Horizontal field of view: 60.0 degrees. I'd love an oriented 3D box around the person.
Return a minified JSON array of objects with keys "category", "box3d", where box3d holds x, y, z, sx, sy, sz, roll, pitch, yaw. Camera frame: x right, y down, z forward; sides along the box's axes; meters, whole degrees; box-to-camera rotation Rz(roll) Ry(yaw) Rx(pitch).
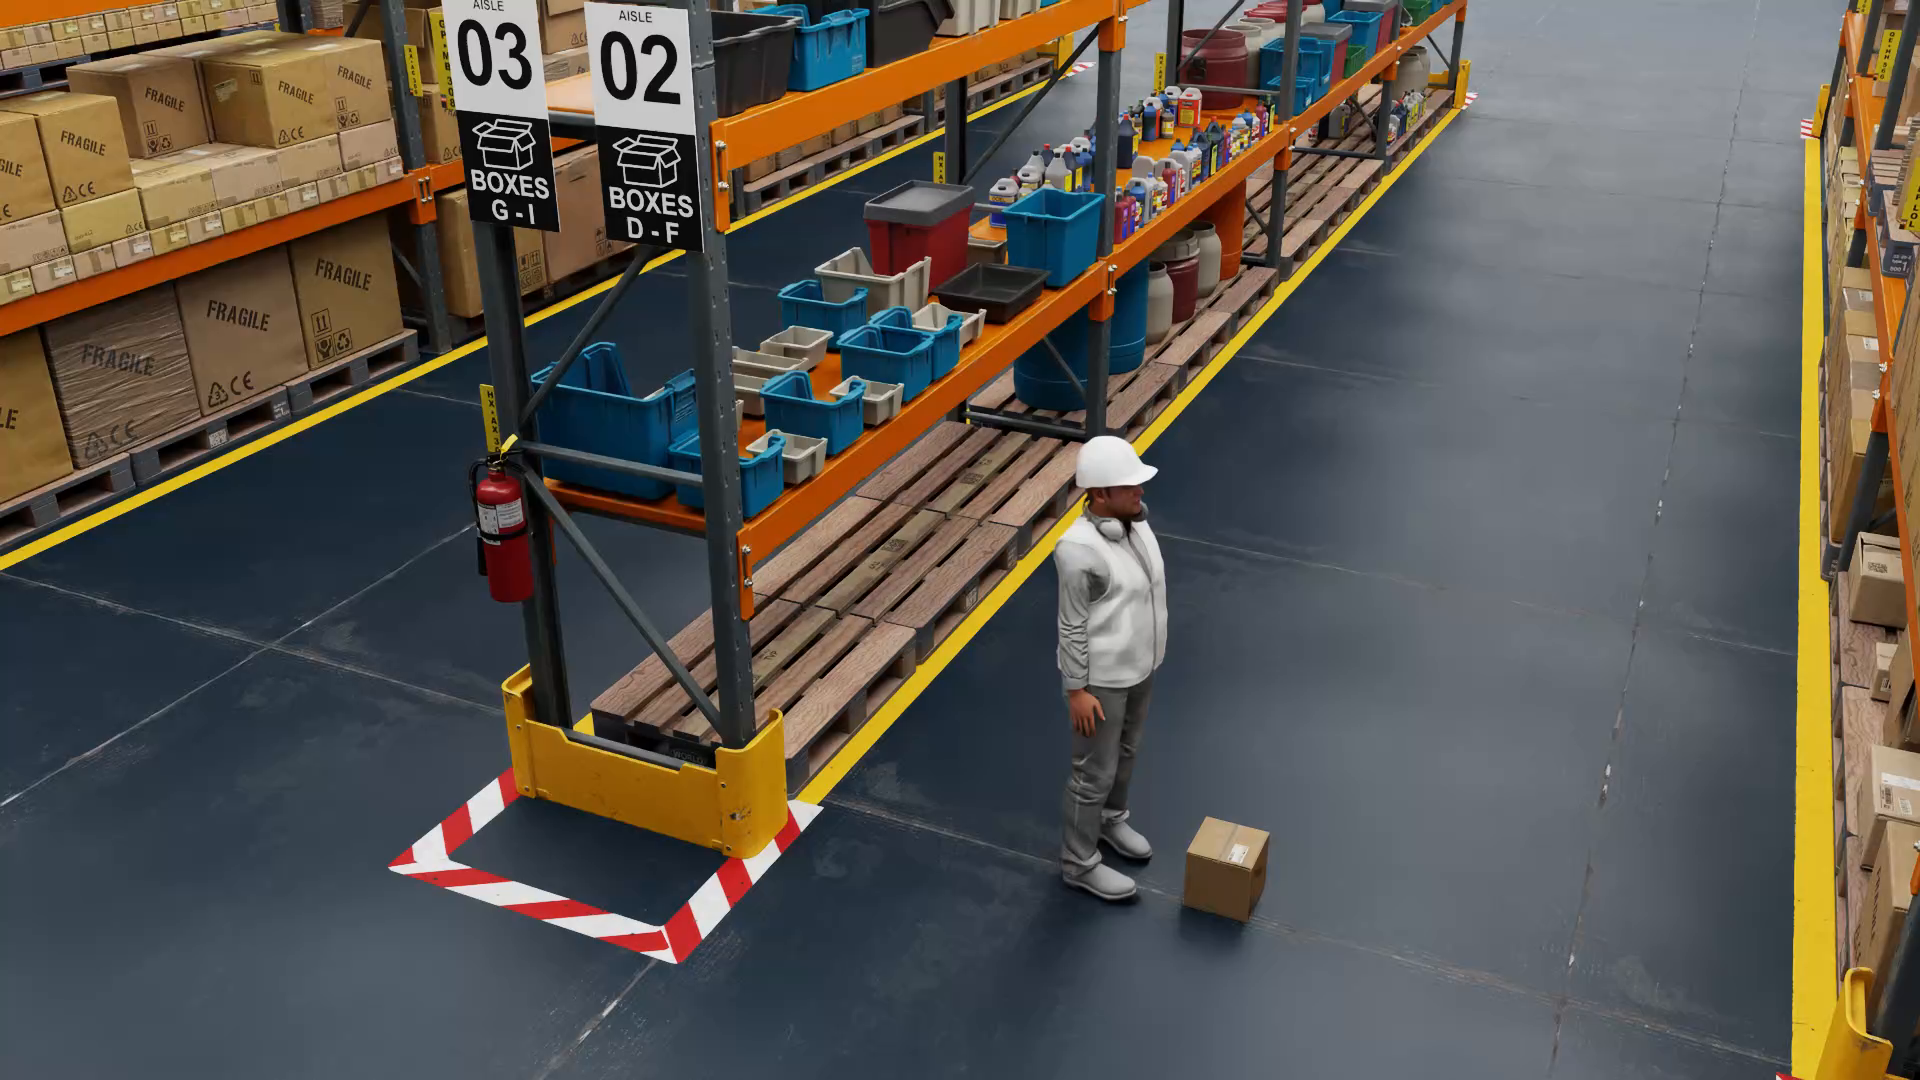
[{"category":"person","box3d":[0.570,0.464,6.108,0.401,1.777,0.569,16,30,29]}]
